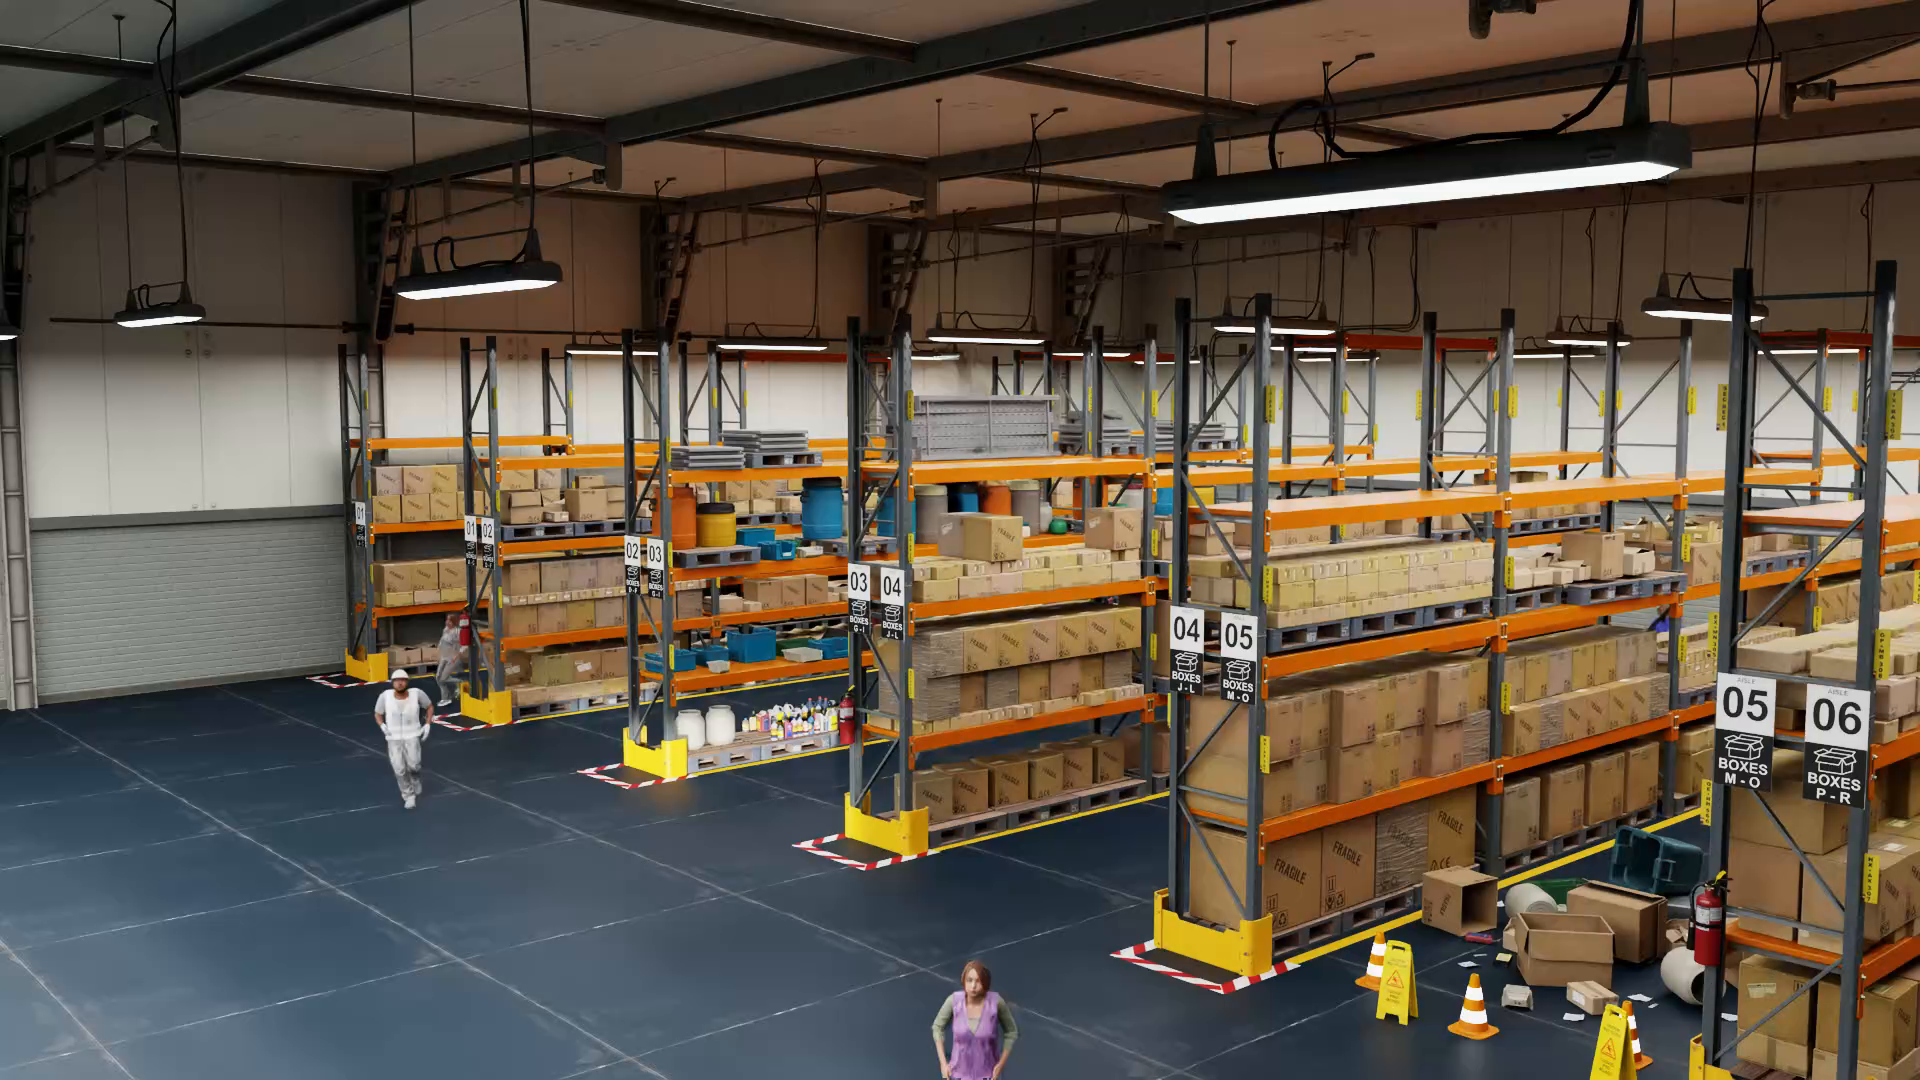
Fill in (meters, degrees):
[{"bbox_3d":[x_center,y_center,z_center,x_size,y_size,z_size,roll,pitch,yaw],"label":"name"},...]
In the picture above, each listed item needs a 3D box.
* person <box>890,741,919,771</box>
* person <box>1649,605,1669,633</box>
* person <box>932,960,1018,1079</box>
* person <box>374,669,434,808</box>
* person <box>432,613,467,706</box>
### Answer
[{"bbox_3d":[-0.651,2.371,22.282,0.616,1.627,0.555,4,7,38],"label":"person"},{"bbox_3d":[11.808,1.881,27.893,0.578,1.598,0.589,4,6,37],"label":"person"},{"bbox_3d":[0.096,3.452,10.732,0.560,1.547,0.572,0,5,4],"label":"person"},{"bbox_3d":[-6.894,2.458,20.609,0.693,1.734,0.581,-1,5,-12],"label":"person"},{"bbox_3d":[-8.348,1.966,27.339,0.581,1.550,0.506,4,6,35],"label":"person"}]
